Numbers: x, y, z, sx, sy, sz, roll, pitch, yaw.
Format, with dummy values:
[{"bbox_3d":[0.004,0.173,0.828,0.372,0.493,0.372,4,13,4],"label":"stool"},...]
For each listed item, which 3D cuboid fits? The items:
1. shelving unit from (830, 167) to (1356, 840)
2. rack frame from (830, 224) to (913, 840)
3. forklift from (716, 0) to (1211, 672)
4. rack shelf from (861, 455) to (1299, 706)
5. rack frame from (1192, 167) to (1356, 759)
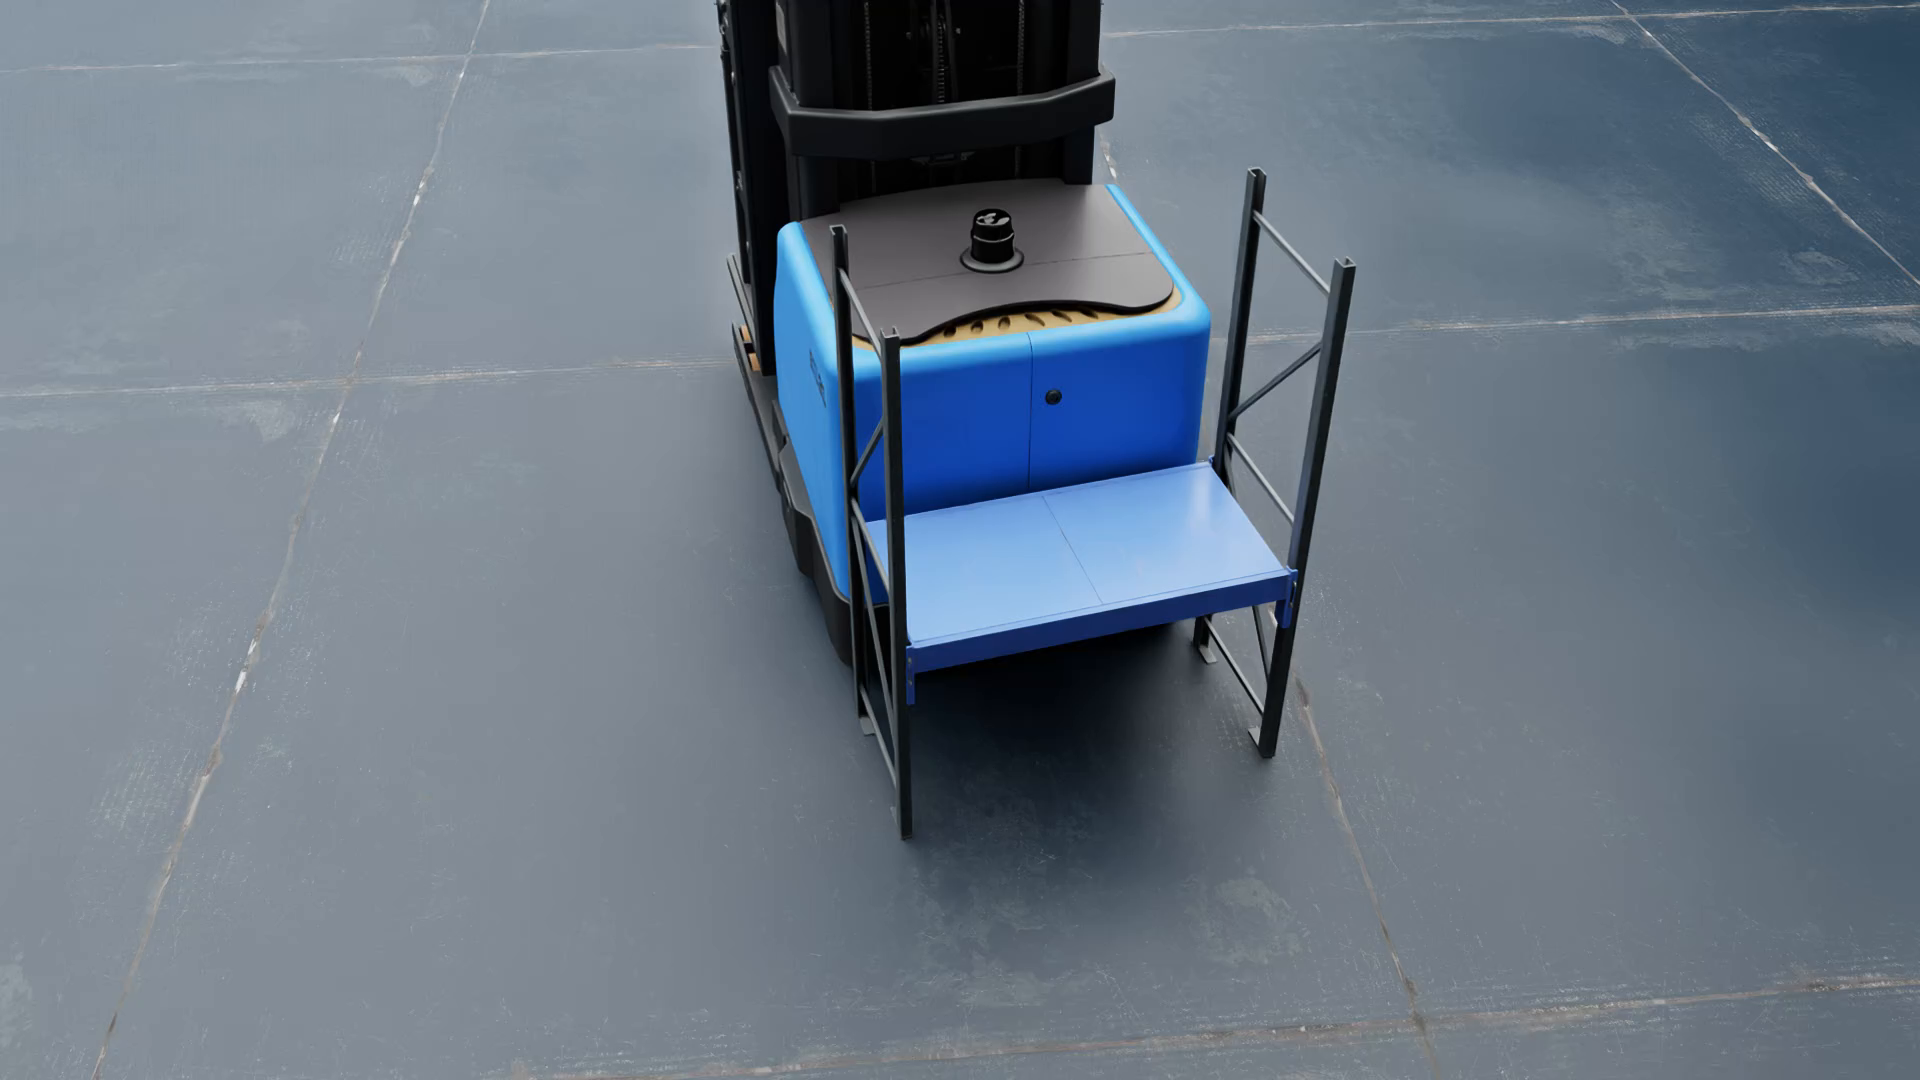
[{"bbox_3d":[0.280,-0.058,4.112,1.048,1.500,0.538,-10,39,-13],"label":"shelving unit"},{"bbox_3d":[-0.207,0.032,3.998,0.032,1.500,0.500,-10,39,-13],"label":"rack frame"},{"bbox_3d":[-0.196,-1.698,5.036,1.130,2.935,3.031,-9,39,-11],"label":"forklift"},{"bbox_3d":[0.280,0.084,4.223,1.000,0.185,0.538,-10,39,-13],"label":"rack shelf"},{"bbox_3d":[0.768,-0.147,4.226,0.032,1.500,0.500,-10,39,-13],"label":"rack frame"}]
